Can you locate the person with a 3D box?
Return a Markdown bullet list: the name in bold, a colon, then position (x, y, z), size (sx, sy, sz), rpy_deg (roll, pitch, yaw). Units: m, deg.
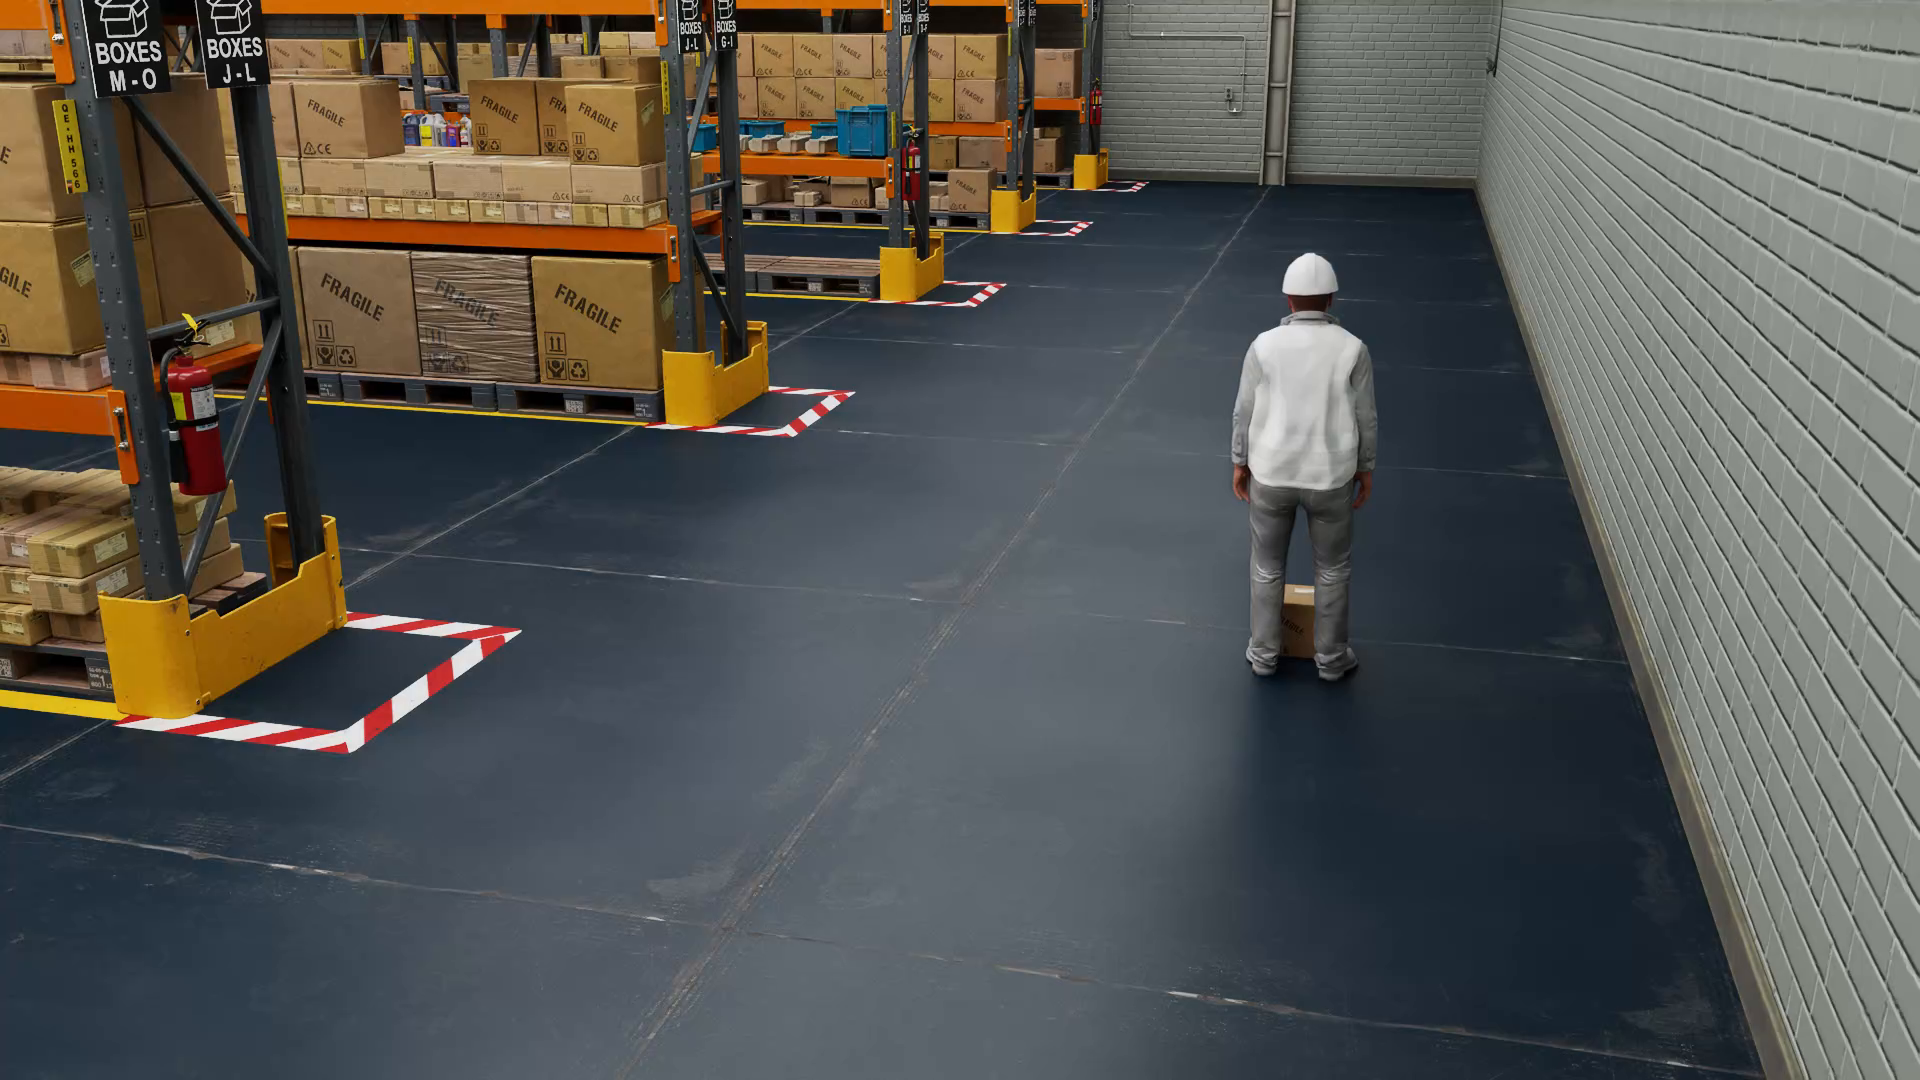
- **person**: position (1.420, -0.289, 6.896), size (0.586, 1.771, 0.466), rpy_deg (4, 19, 13)
